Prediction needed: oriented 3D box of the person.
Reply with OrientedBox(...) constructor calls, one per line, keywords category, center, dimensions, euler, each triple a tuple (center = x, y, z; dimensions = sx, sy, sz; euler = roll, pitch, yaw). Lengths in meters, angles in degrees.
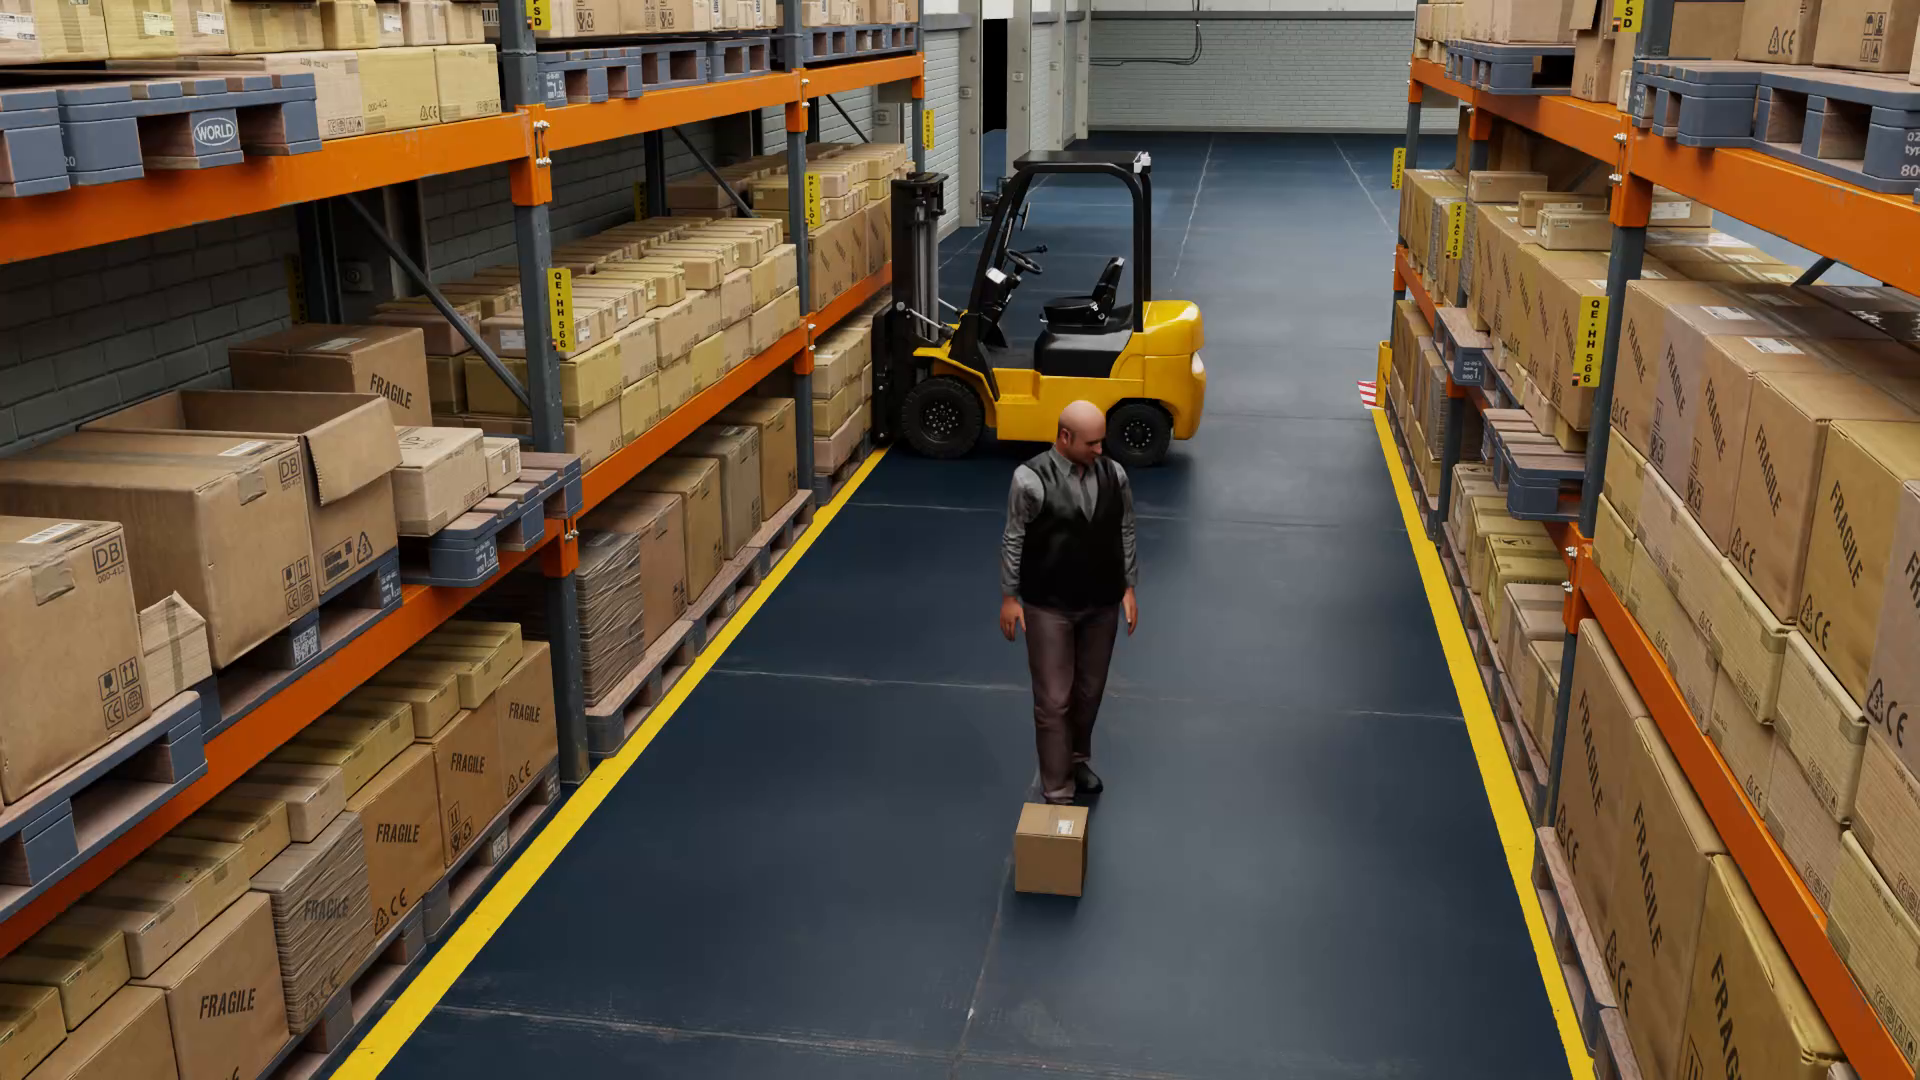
OrientedBox(category="person", center=(0.499, 0.294, 6.633), dimensions=(0.573, 1.696, 0.715), euler=(-7, 19, -20))
